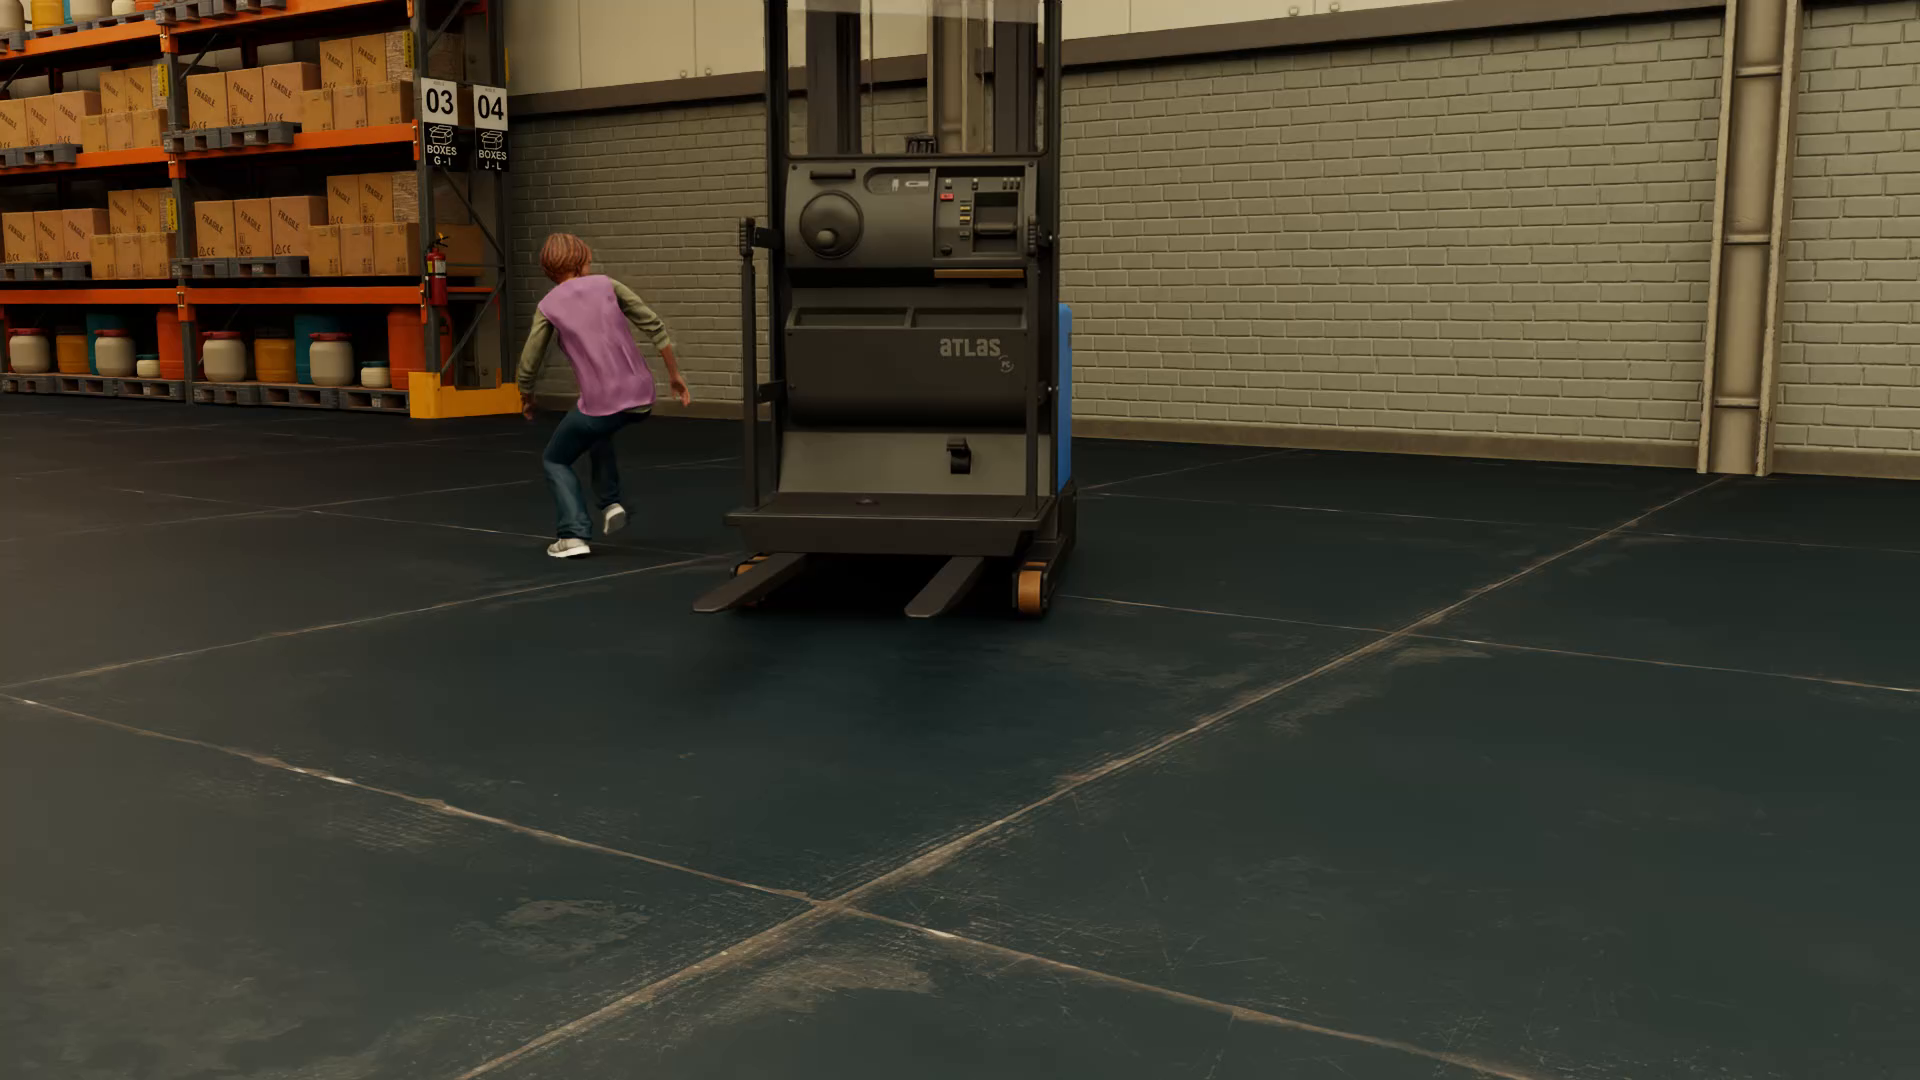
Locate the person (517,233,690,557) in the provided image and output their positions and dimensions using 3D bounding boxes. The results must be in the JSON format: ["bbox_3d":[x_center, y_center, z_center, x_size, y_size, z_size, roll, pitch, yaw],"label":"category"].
[{"bbox_3d":[-1.592,-0.630,7.251,0.649,1.389,0.636,-6,10,-37],"label":"person"}]

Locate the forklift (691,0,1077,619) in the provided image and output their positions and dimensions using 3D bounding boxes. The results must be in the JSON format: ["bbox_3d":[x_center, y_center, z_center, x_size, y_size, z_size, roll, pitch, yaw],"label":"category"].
[{"bbox_3d":[-0.208,-1.238,5.900,1.130,2.935,3.031,1,8,8],"label":"forklift"}]
